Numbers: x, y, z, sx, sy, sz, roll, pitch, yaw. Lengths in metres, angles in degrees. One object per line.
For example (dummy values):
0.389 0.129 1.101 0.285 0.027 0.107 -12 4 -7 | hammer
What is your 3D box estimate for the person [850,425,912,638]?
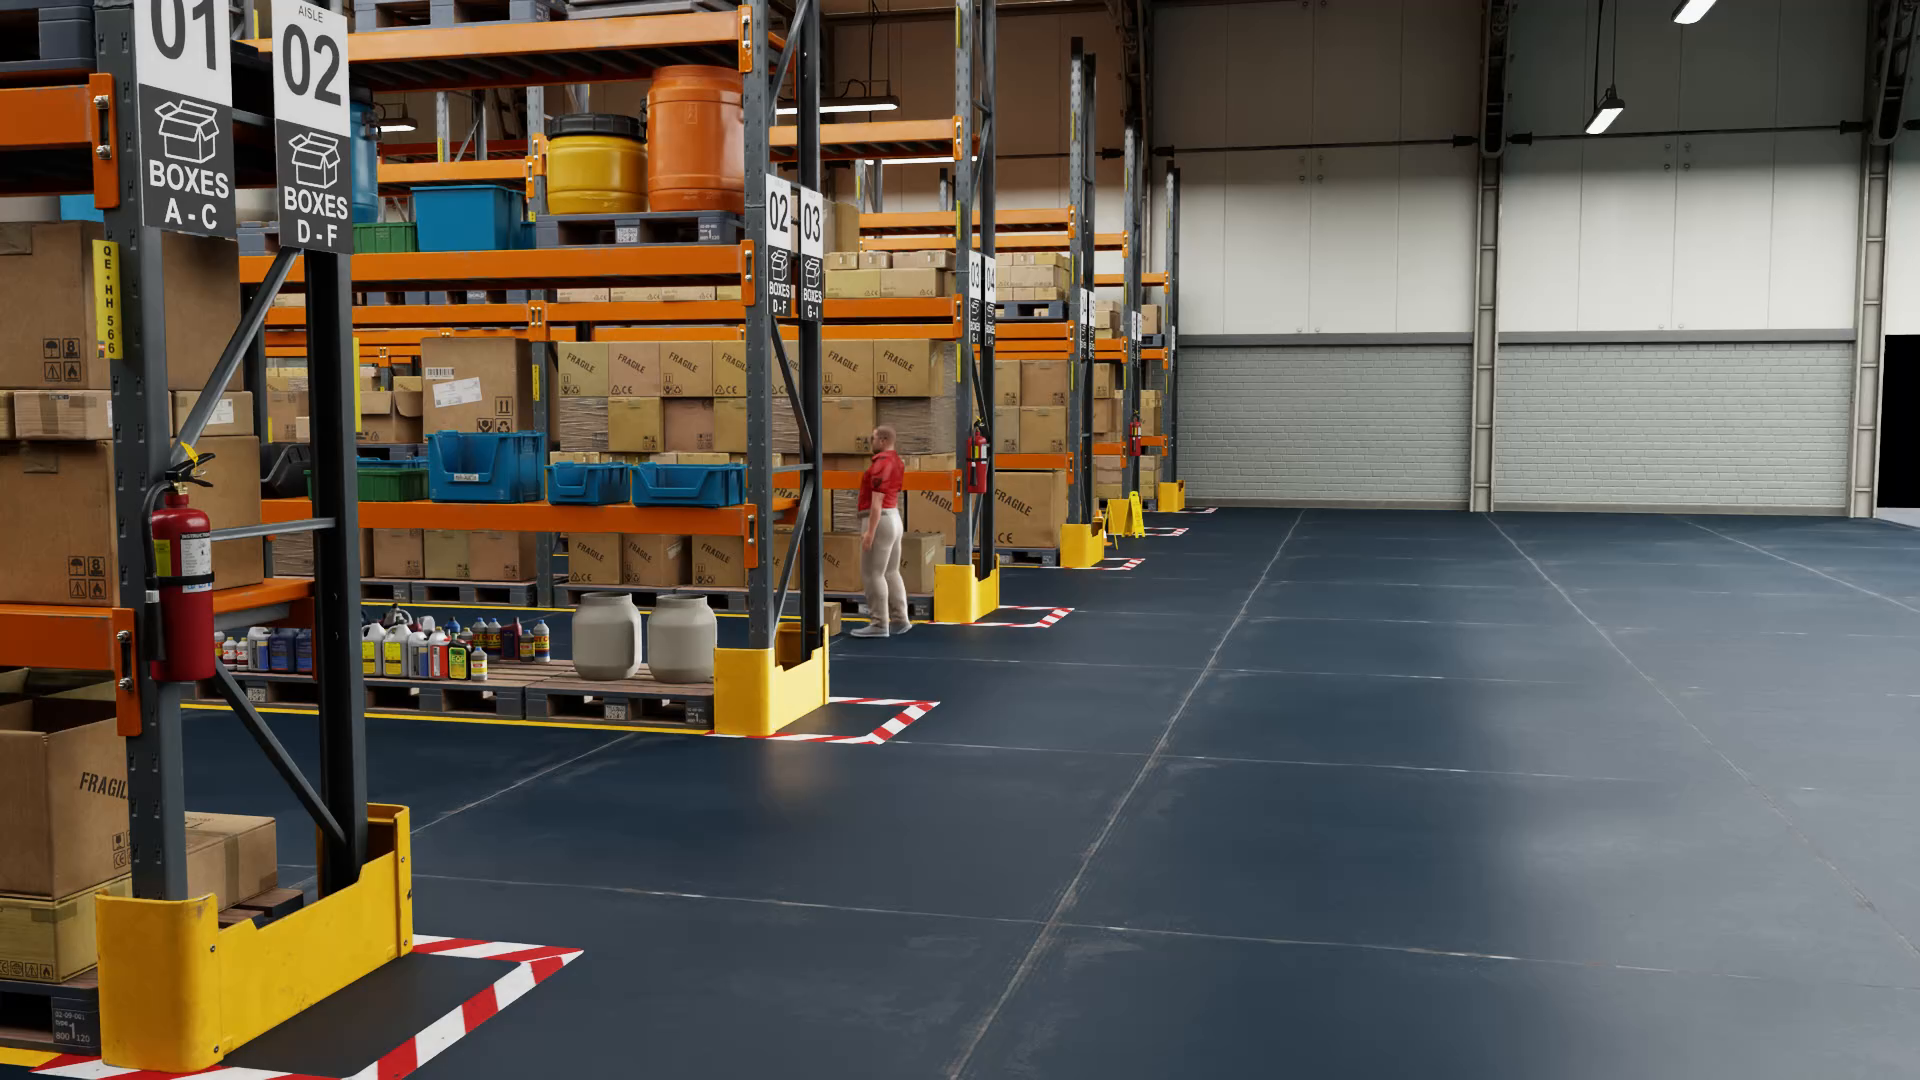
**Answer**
-0.656 -0.039 13.505 0.435 1.793 0.535 1 5 14 | person
